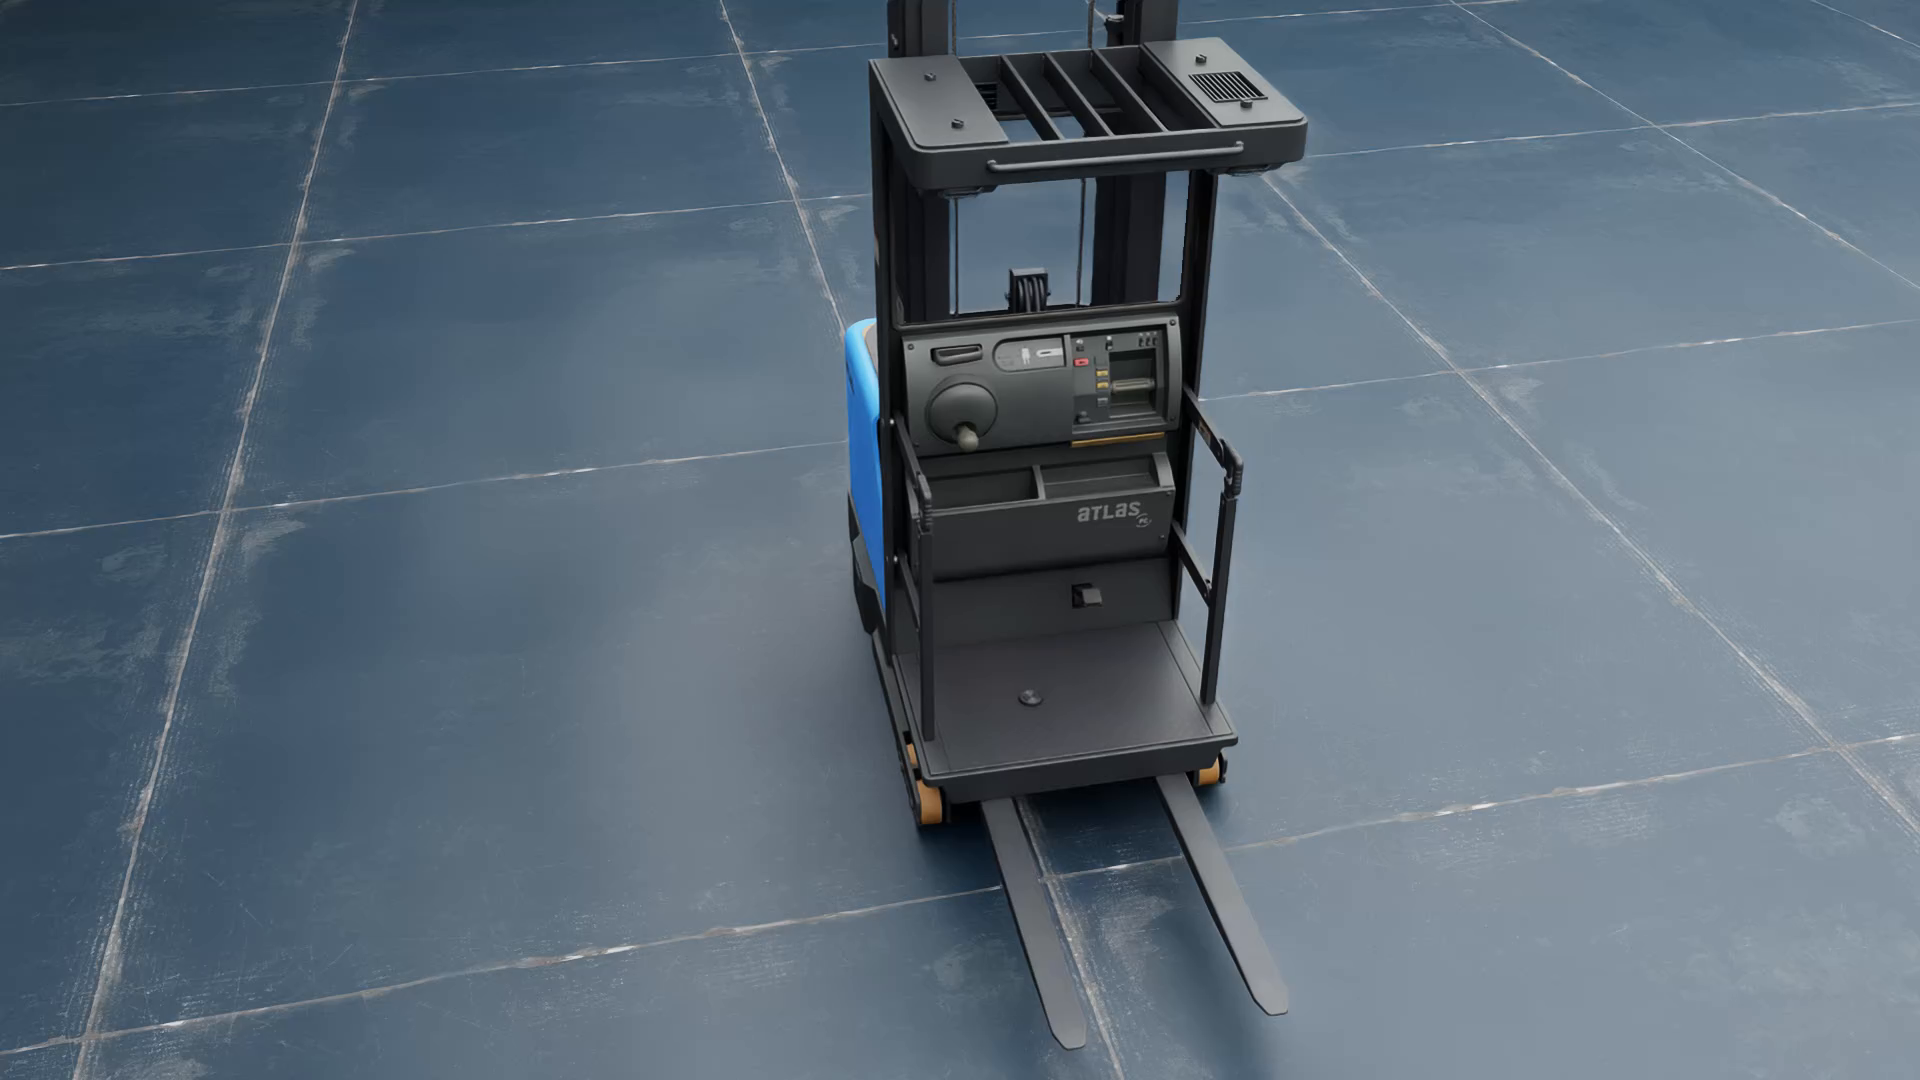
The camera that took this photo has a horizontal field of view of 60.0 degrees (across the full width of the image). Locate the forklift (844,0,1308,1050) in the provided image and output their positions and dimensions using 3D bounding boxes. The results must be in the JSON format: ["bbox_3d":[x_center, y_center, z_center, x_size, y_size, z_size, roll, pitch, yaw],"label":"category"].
[{"bbox_3d":[0.322,-0.455,5.297,1.130,2.935,3.031,-6,34,-10],"label":"forklift"}]
